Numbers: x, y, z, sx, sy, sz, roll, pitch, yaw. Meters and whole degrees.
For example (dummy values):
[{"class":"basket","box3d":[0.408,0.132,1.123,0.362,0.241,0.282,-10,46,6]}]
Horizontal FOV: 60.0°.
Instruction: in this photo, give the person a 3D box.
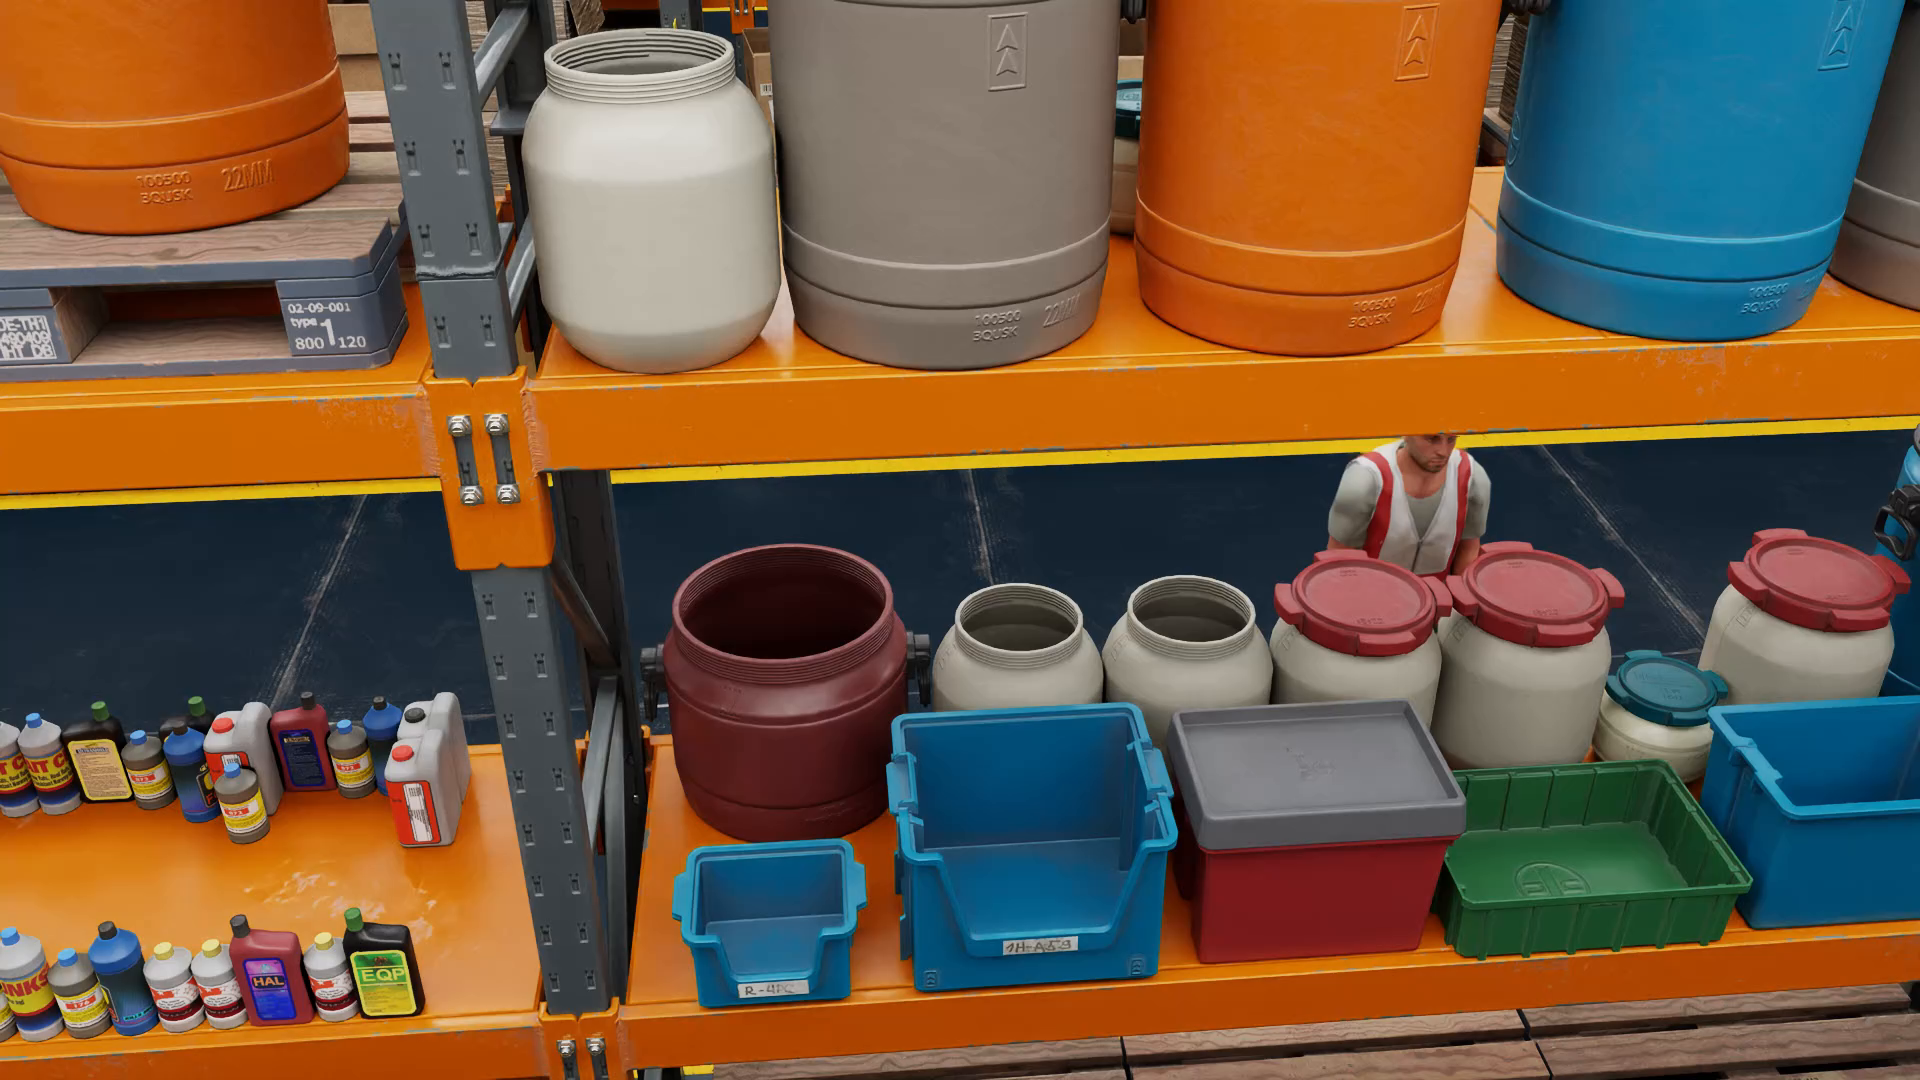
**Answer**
[{"class":"person","box3d":[1.485,0.266,5.665,0.547,1.787,0.404,-3,31,-6]}]
